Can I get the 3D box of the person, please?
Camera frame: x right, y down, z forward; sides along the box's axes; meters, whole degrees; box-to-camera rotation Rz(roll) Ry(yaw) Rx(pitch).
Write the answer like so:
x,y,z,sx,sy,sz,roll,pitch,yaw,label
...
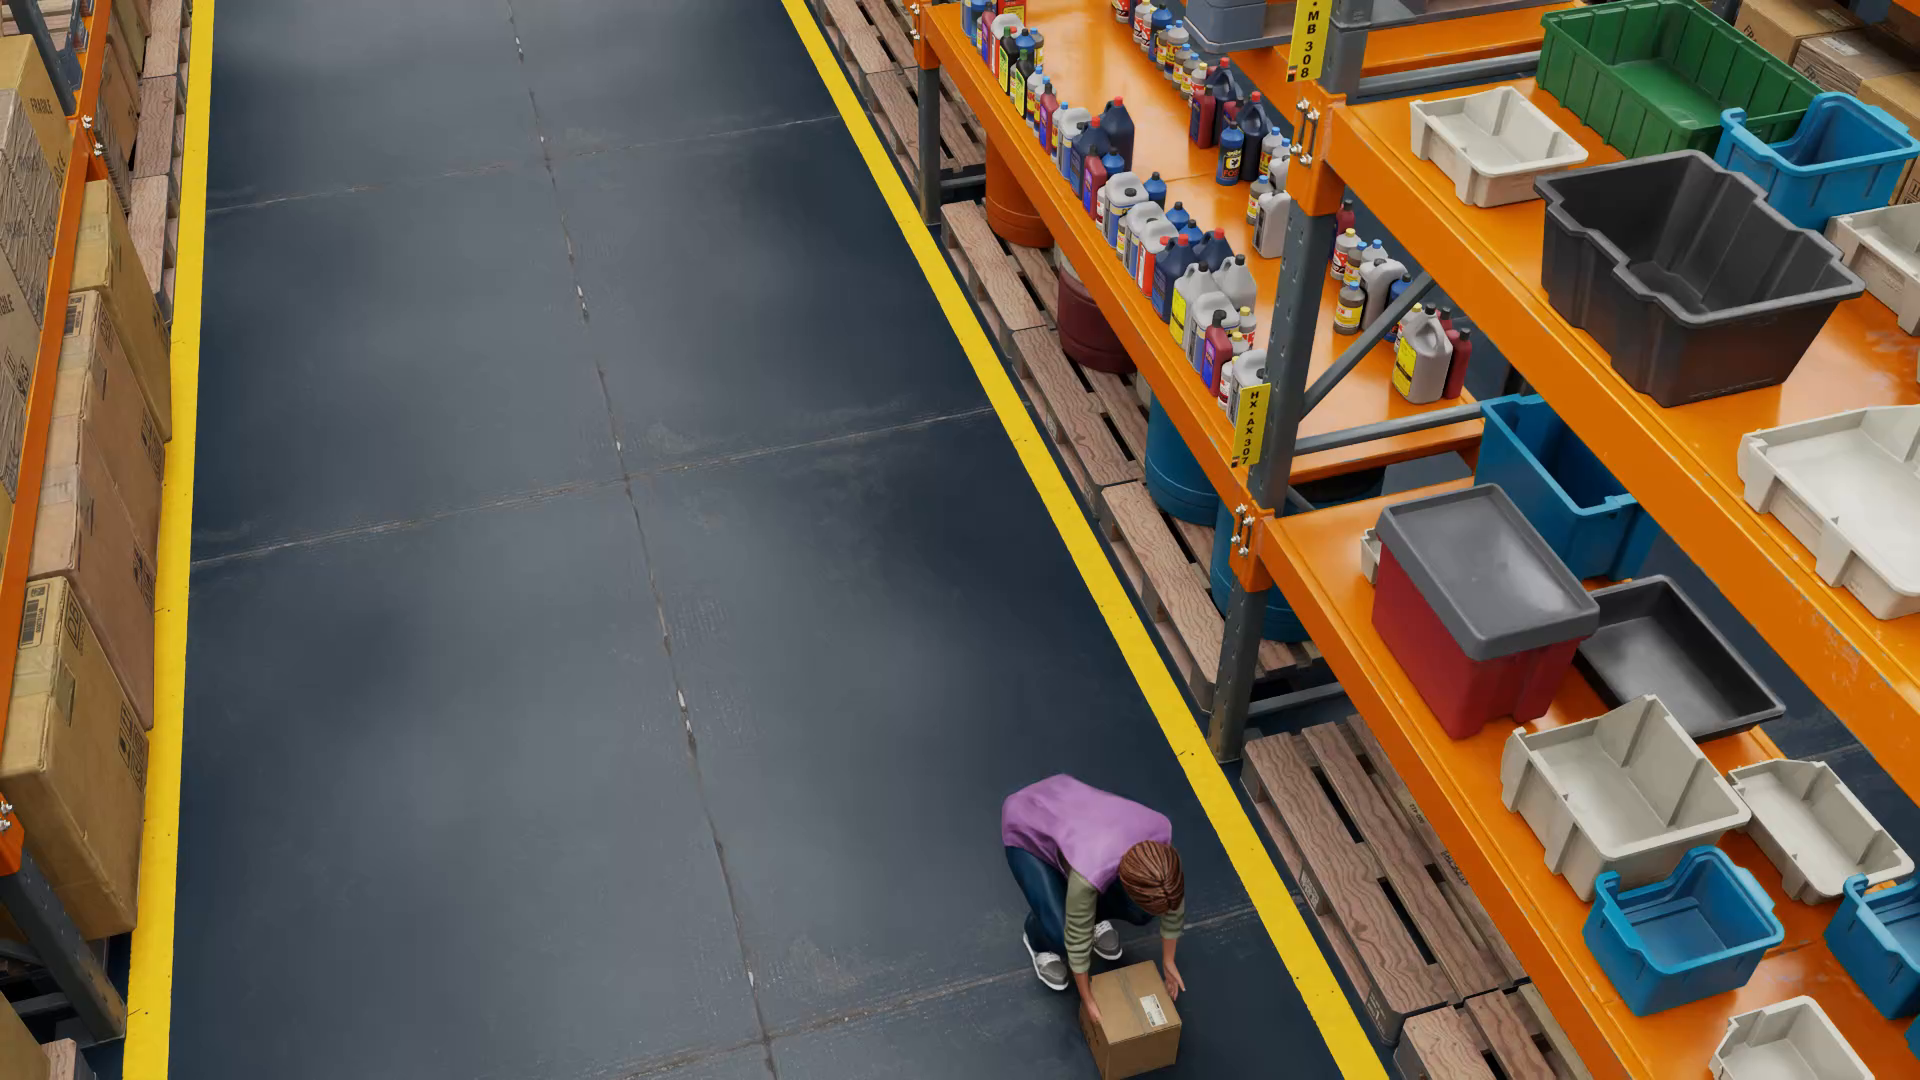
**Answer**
x,y,z,sx,sy,sz,roll,pitch,yaw,label
0.438,1.124,5.456,0.446,0.920,0.787,-18,46,-18,person
